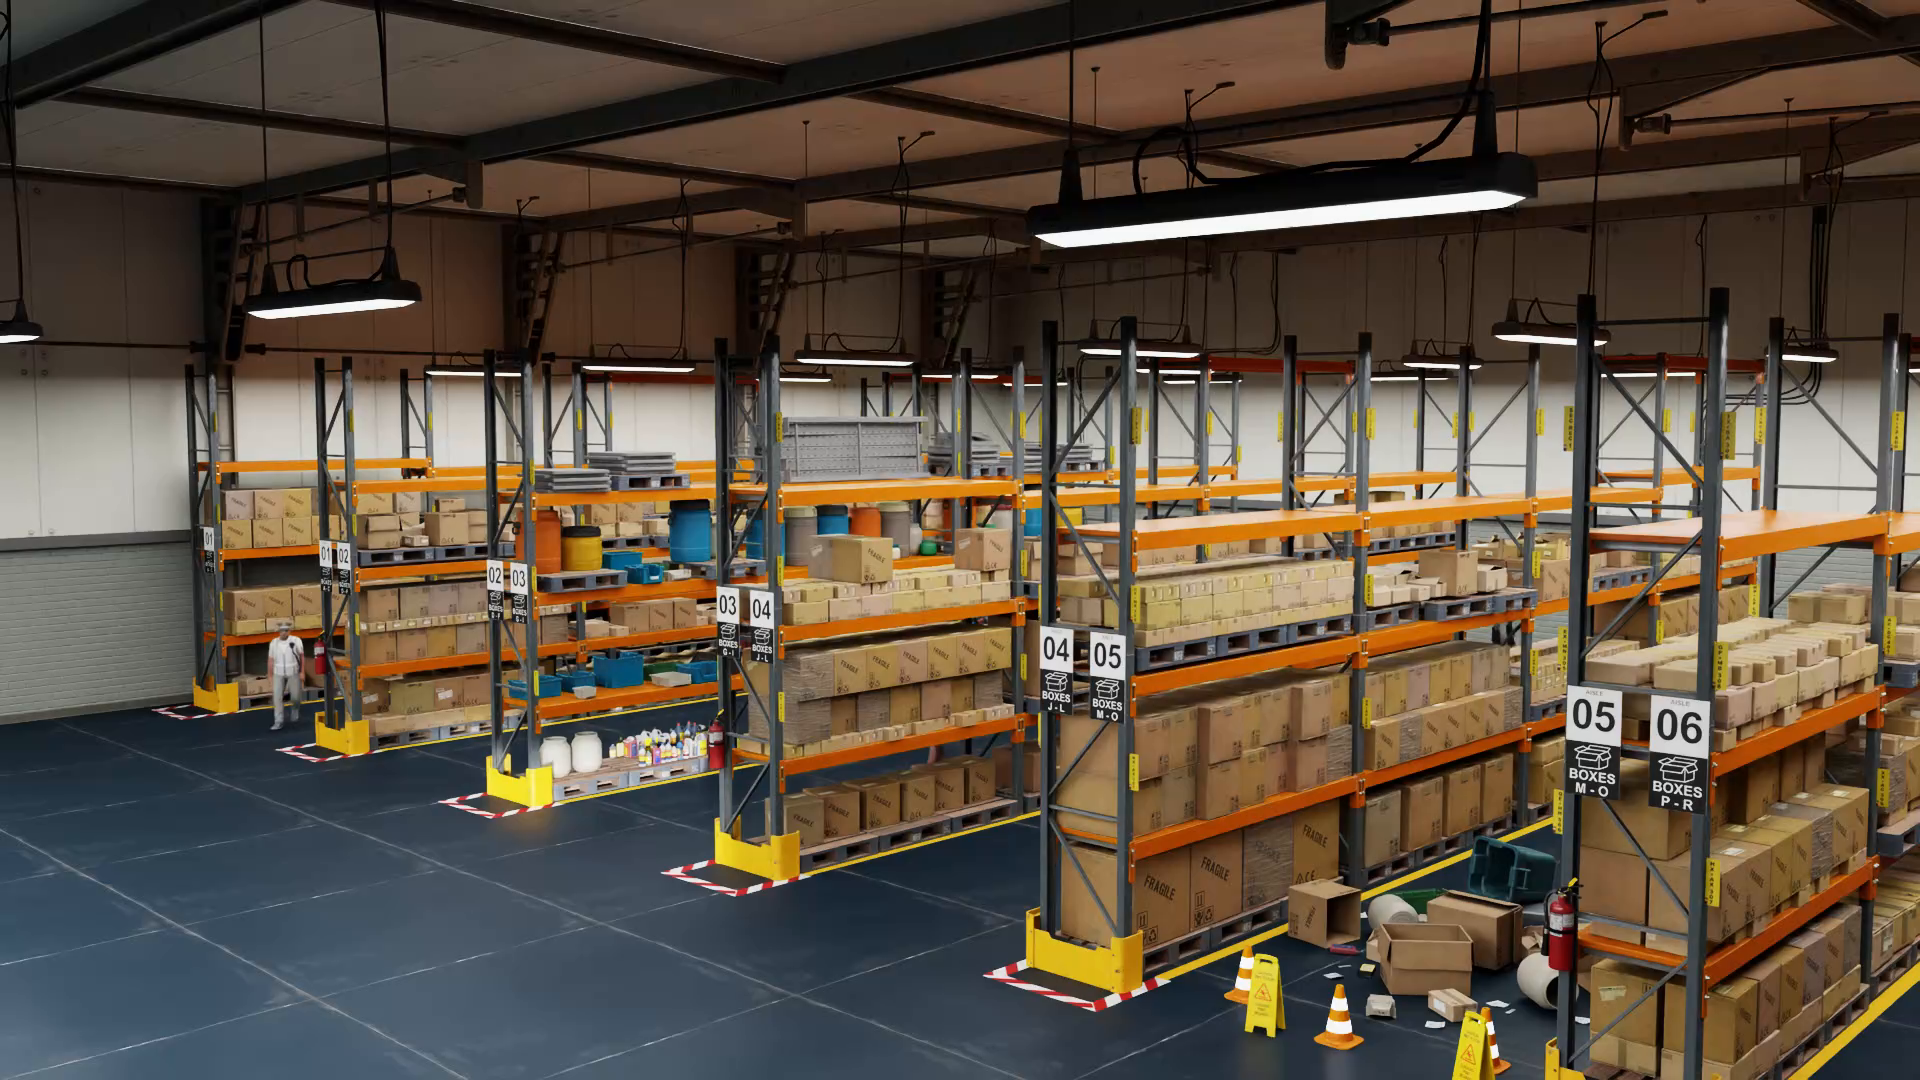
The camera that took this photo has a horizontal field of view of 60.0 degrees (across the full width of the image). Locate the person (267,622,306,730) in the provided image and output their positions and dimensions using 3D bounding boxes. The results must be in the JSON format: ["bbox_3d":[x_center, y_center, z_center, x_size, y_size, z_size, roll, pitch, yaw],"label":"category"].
[{"bbox_3d":[-11.067,2.191,27.315,0.600,1.737,0.823,-1,4,-12],"label":"person"}]

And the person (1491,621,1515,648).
[{"bbox_3d":[9.960,1.970,30.582,0.507,1.656,1.031,-2,5,-29],"label":"person"}]

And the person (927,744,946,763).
[{"bbox_3d":[-0.267,2.526,23.914,0.460,1.708,0.606,3,5,33],"label":"person"}]
